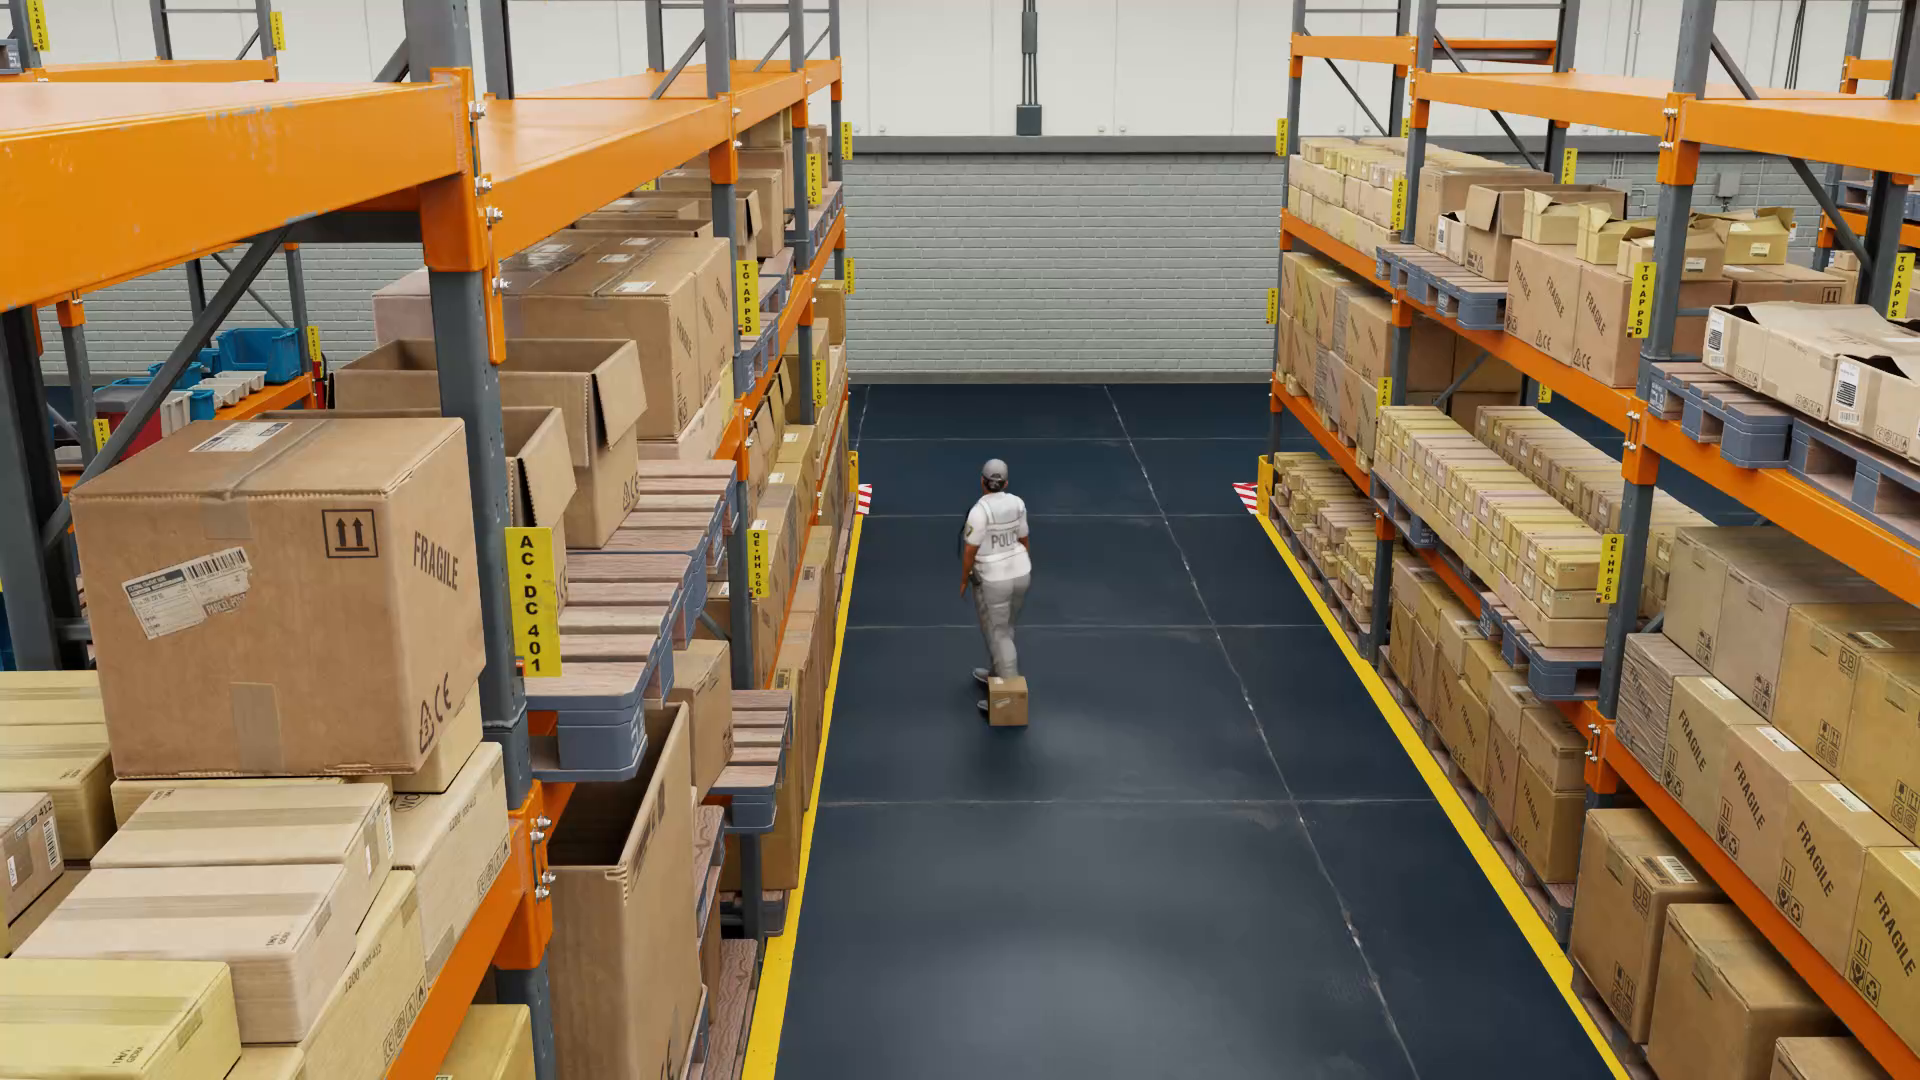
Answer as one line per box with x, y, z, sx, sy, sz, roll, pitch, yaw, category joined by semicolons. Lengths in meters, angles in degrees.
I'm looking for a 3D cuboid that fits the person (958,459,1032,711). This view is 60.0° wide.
0.237;0.267;11.124;0.624;1.646;0.560;15;23;40;person
